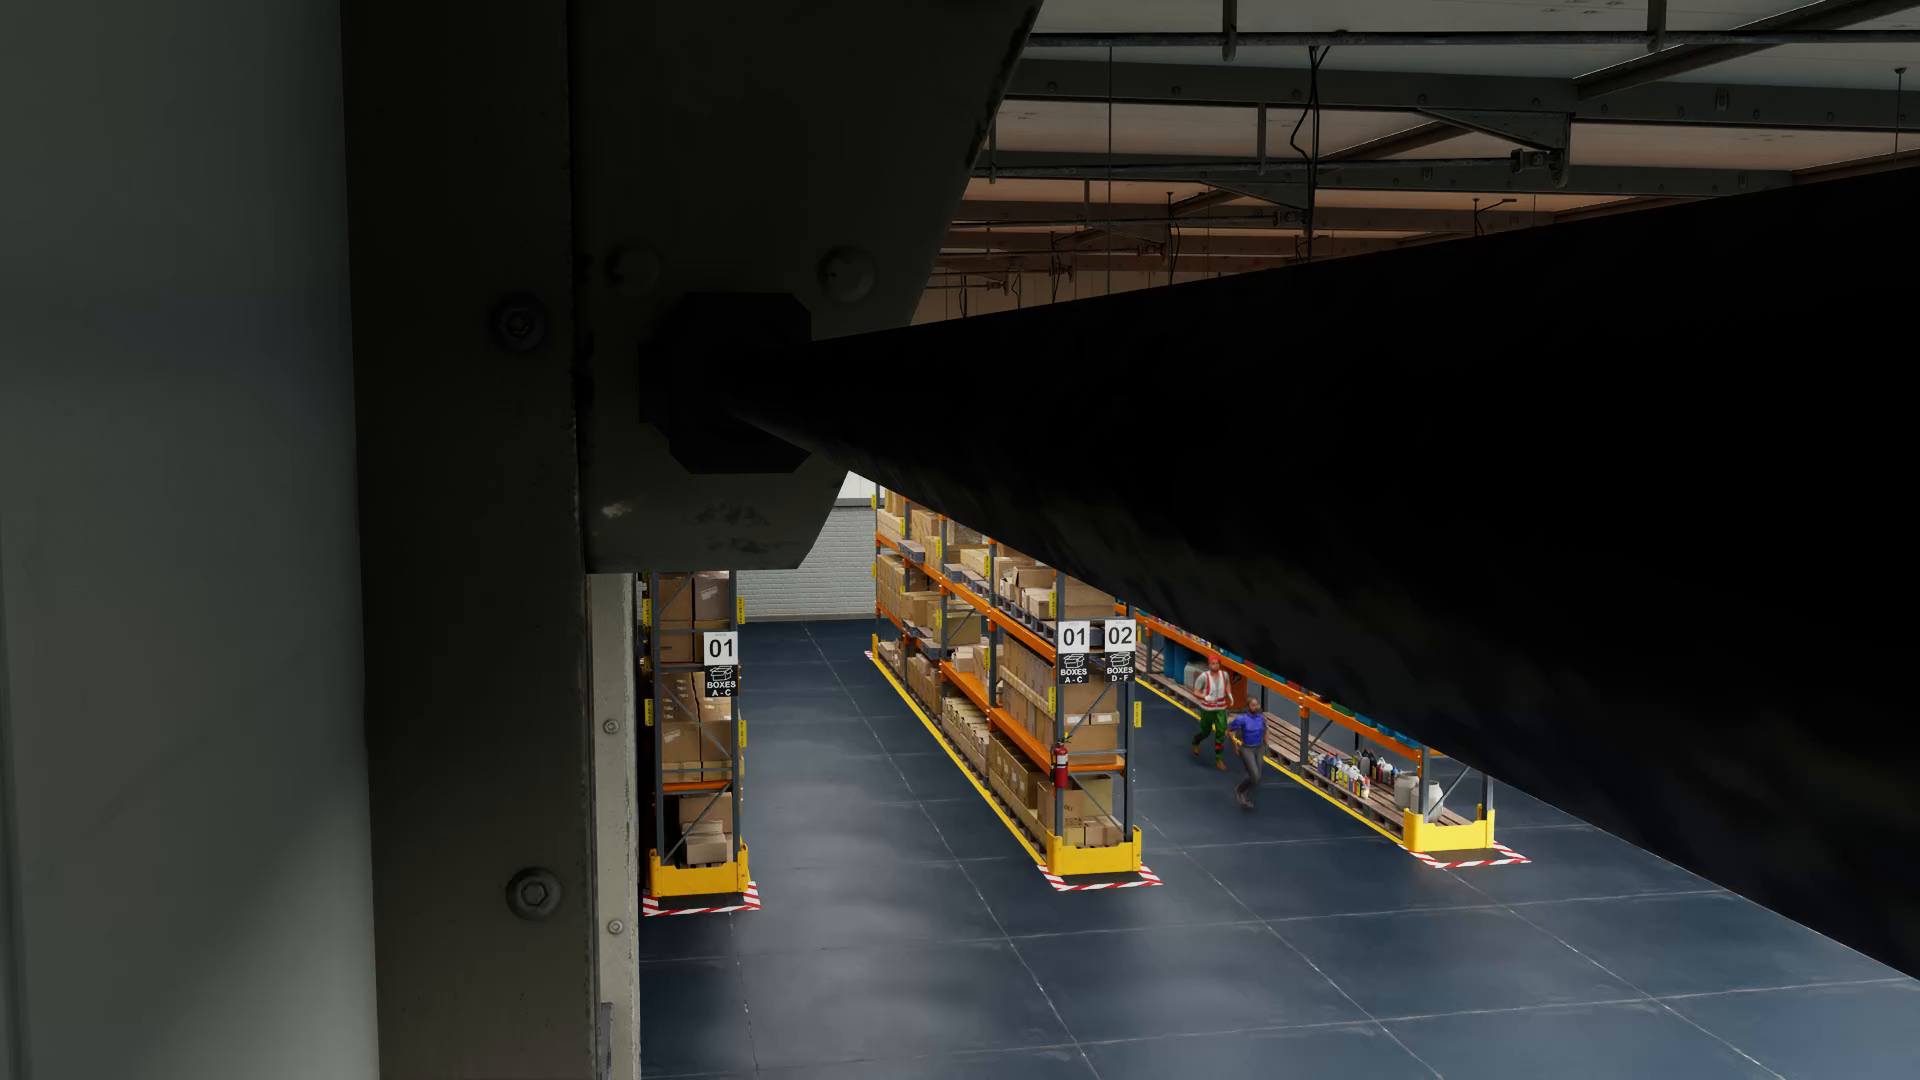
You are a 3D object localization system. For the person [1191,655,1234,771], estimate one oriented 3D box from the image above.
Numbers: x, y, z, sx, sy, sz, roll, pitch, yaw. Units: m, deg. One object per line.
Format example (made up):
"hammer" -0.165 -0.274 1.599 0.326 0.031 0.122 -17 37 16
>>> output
"person" 4.039 2.709 26.593 0.669 1.794 0.991 -1 6 -10

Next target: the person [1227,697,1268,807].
"person" 4.204 3.067 23.888 0.557 1.616 0.599 -3 7 -27
